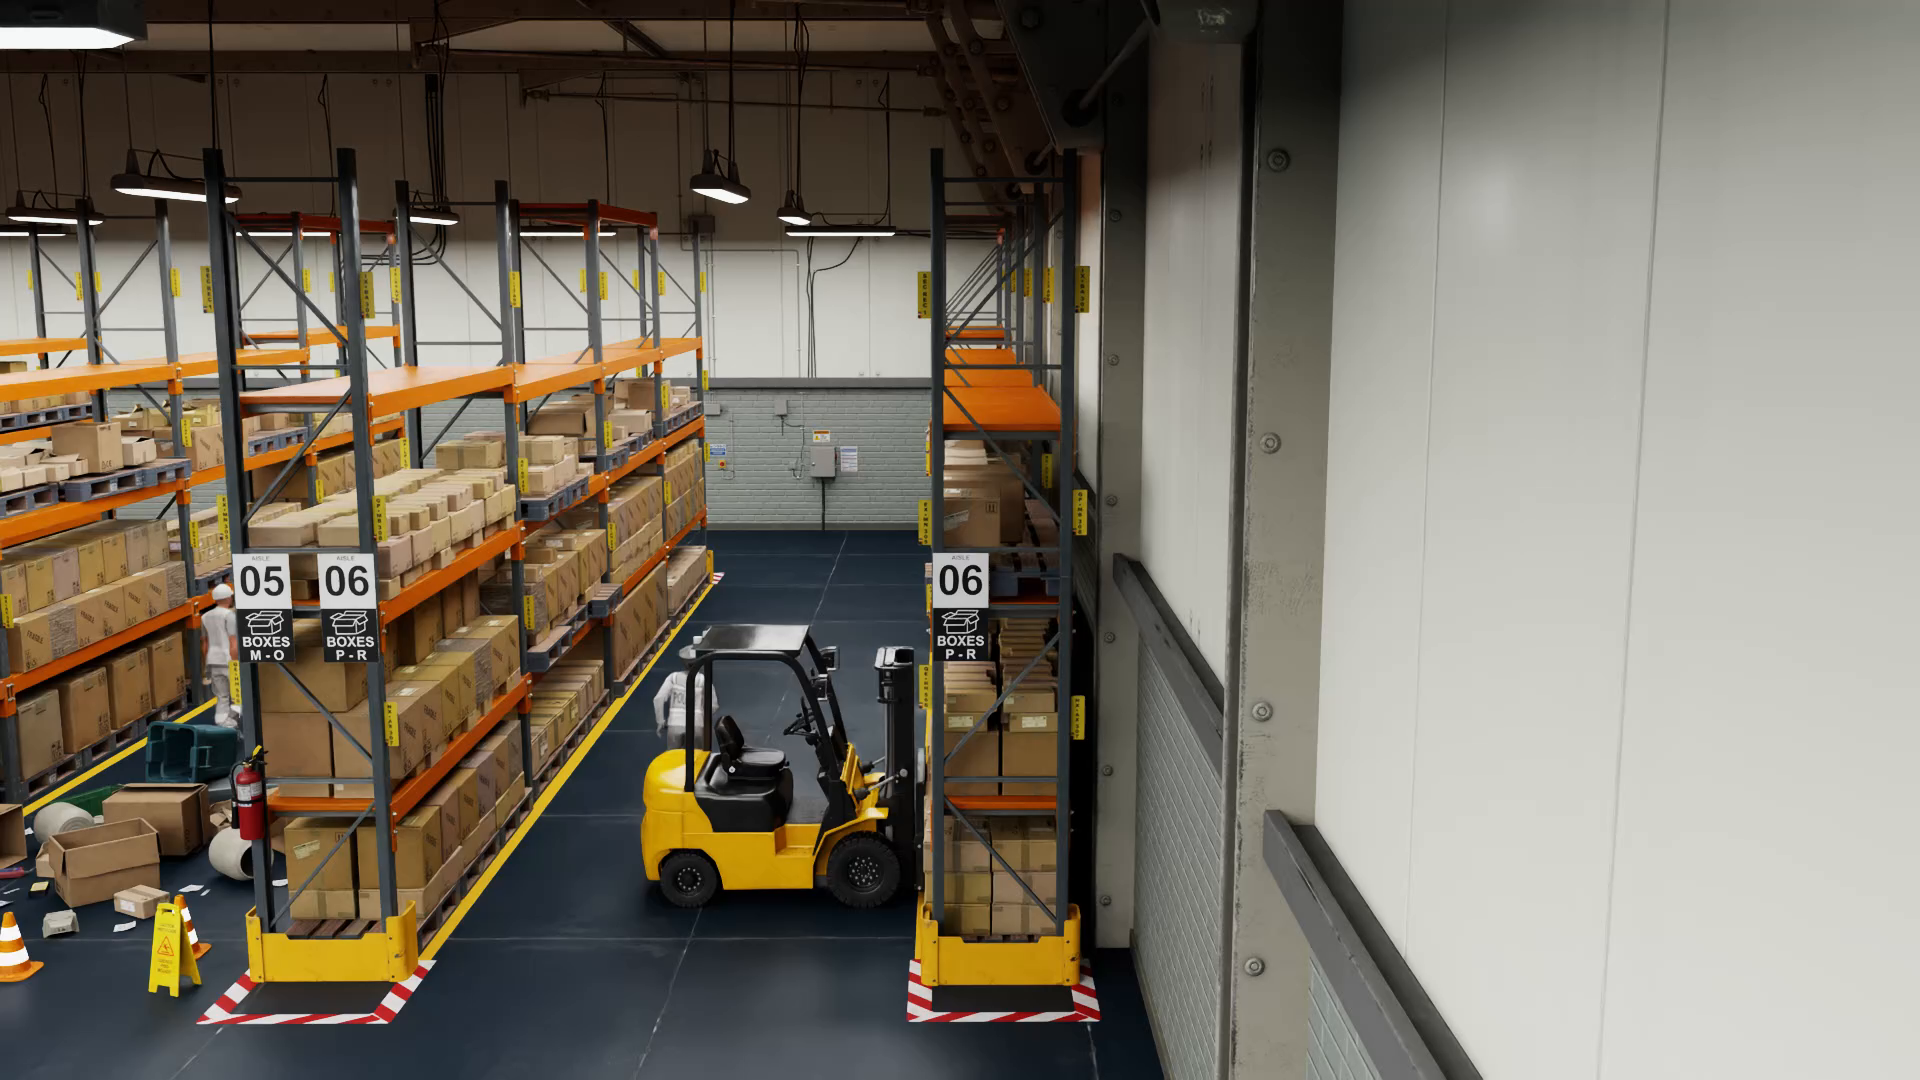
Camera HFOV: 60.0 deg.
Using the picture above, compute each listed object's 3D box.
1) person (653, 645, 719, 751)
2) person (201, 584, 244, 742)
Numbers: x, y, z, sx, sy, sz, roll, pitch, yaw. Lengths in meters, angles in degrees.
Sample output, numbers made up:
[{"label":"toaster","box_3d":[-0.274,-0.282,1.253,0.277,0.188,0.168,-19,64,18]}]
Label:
[{"label":"person","box_3d":[-2.649,1.827,16.187,0.593,1.573,0.685,0,9,1]},{"label":"person","box_3d":[-8.078,1.380,18.251,0.579,1.778,0.552,2,9,9]}]
